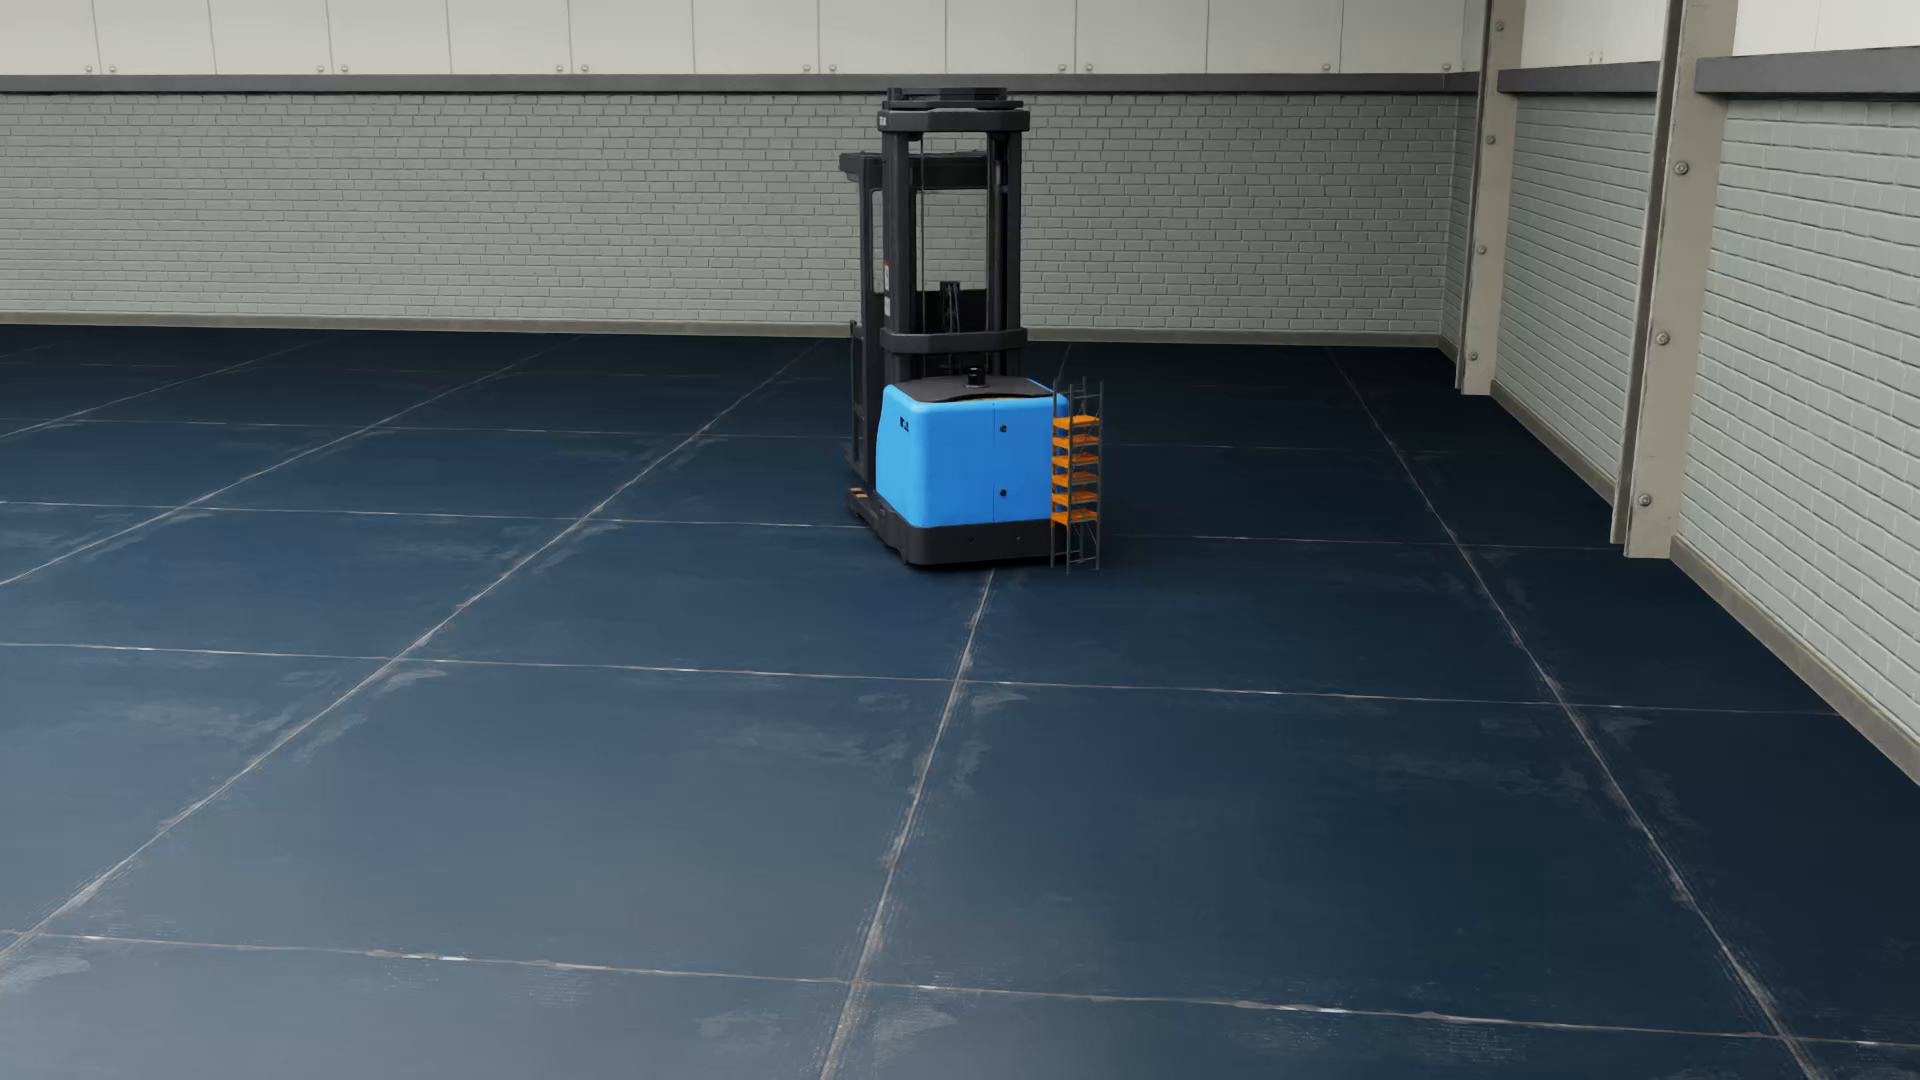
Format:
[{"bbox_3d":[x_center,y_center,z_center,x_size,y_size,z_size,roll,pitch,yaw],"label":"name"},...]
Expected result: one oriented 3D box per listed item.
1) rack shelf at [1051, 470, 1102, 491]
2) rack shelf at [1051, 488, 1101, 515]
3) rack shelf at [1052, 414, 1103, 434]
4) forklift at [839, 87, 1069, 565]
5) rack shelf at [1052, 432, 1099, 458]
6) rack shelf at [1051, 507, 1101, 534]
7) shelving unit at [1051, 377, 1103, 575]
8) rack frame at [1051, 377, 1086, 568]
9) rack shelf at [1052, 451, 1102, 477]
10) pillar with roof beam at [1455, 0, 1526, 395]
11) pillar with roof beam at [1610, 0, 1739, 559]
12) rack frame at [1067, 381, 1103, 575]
[{"bbox_3d":[0.724,-0.355,10.347,0.258,0.103,0.180,-9,18,-29],"label":"rack shelf"},{"bbox_3d":[0.724,-0.239,10.378,0.258,0.103,0.180,-9,18,-29],"label":"rack shelf"},{"bbox_3d":[0.725,-0.703,10.252,0.258,0.103,0.180,-9,18,-29],"label":"rack shelf"},{"bbox_3d":[-0.195,-1.601,11.467,1.130,2.935,3.031,-4,16,-15],"label":"forklift"},{"bbox_3d":[0.725,-0.587,10.283,0.258,0.103,0.180,-9,18,-29],"label":"rack shelf"},{"bbox_3d":[0.724,-0.124,10.410,0.258,0.103,0.180,-9,18,-29],"label":"rack shelf"},{"bbox_3d":[0.724,-0.398,10.335,0.258,1.200,0.189,-9,18,-29],"label":"shelving unit"},{"bbox_3d":[0.678,-0.419,10.411,0.240,1.200,0.006,-9,18,-29],"label":"rack frame"},{"bbox_3d":[0.725,-0.471,10.315,0.258,0.103,0.180,-9,18,-29],"label":"rack shelf"},{"bbox_3d":[0.878,-5.962,15.972,9.100,9.000,0.400,2,15,6],"label":"pillar with roof beam"},{"bbox_3d":[0.201,-4.406,10.217,9.100,9.000,0.400,2,15,6],"label":"pillar with roof beam"},{"bbox_3d":[0.771,-0.377,10.259,0.240,1.200,0.006,-9,18,-29],"label":"rack frame"}]
